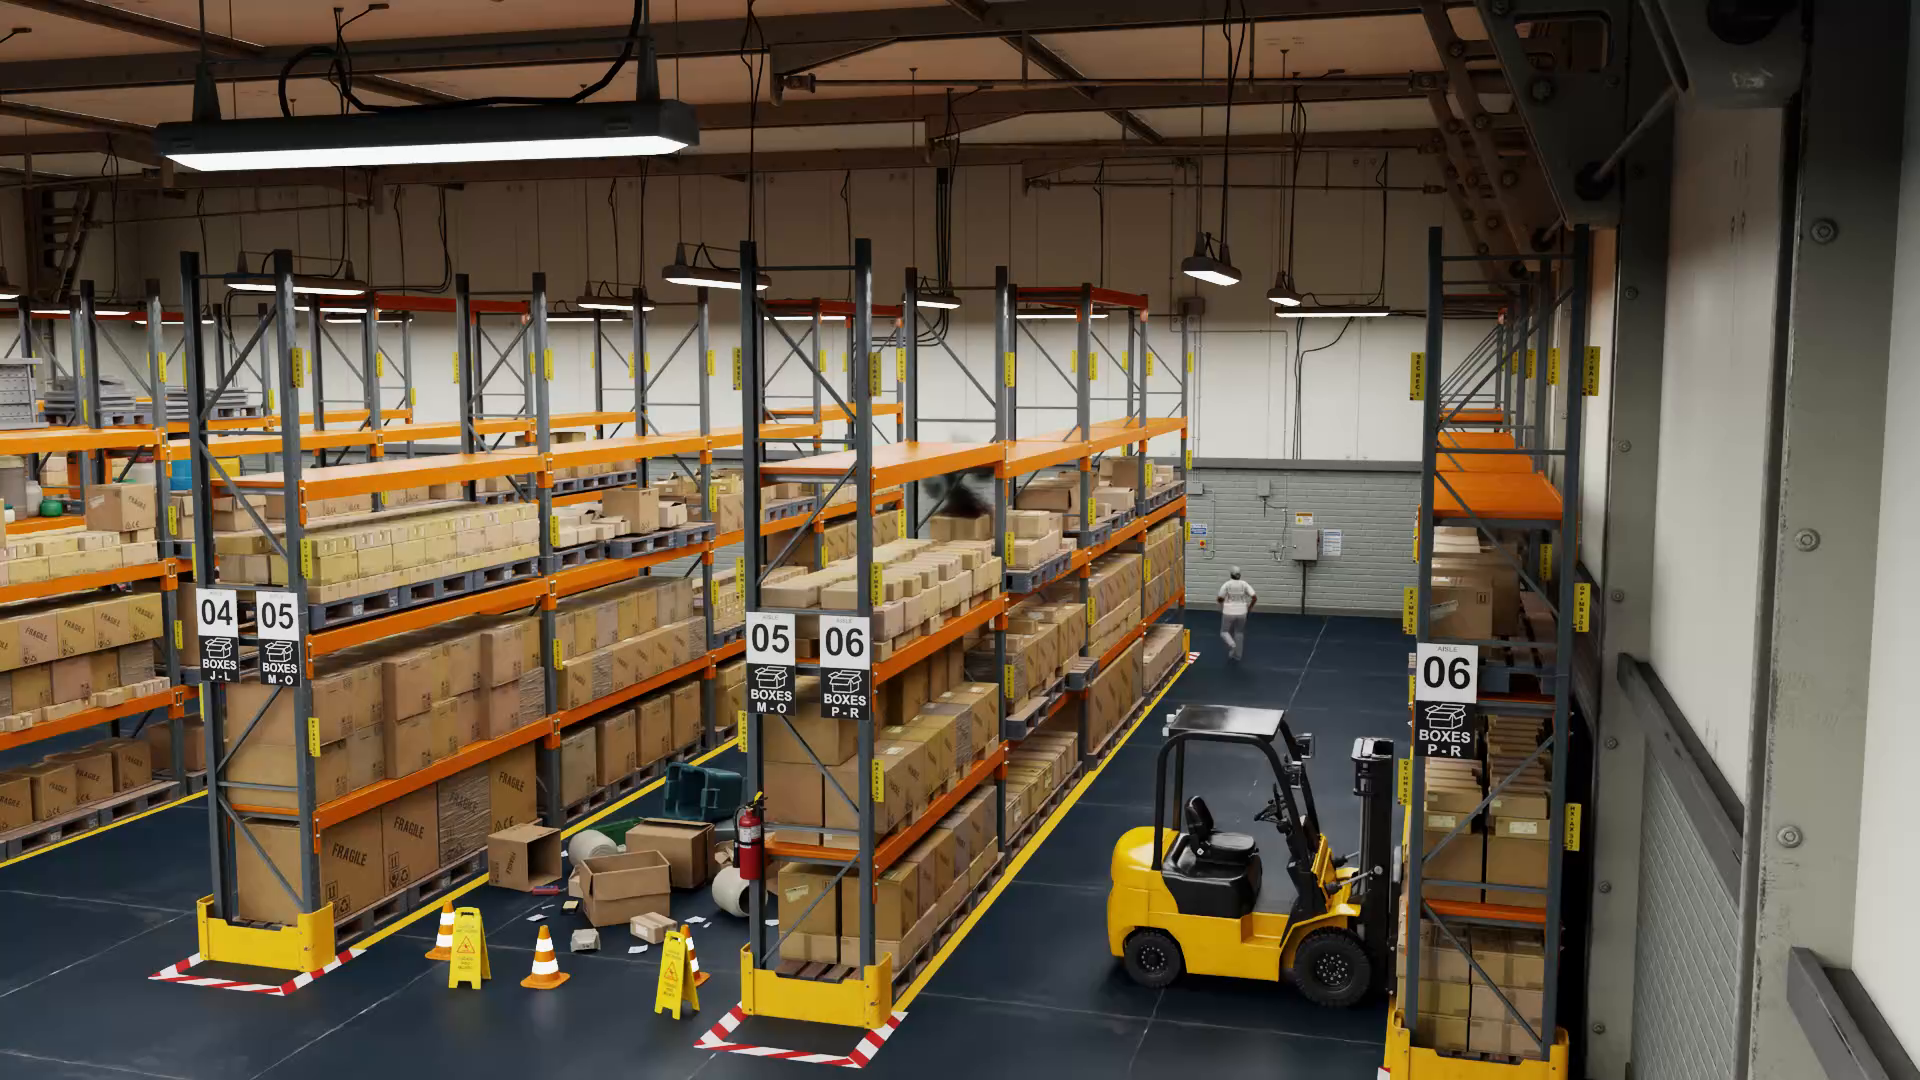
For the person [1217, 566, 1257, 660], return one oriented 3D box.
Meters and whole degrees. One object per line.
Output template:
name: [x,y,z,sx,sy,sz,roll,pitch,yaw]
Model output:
person: [4.631,1.244,27.987,0.666,1.611,0.677,0,6,-2]
